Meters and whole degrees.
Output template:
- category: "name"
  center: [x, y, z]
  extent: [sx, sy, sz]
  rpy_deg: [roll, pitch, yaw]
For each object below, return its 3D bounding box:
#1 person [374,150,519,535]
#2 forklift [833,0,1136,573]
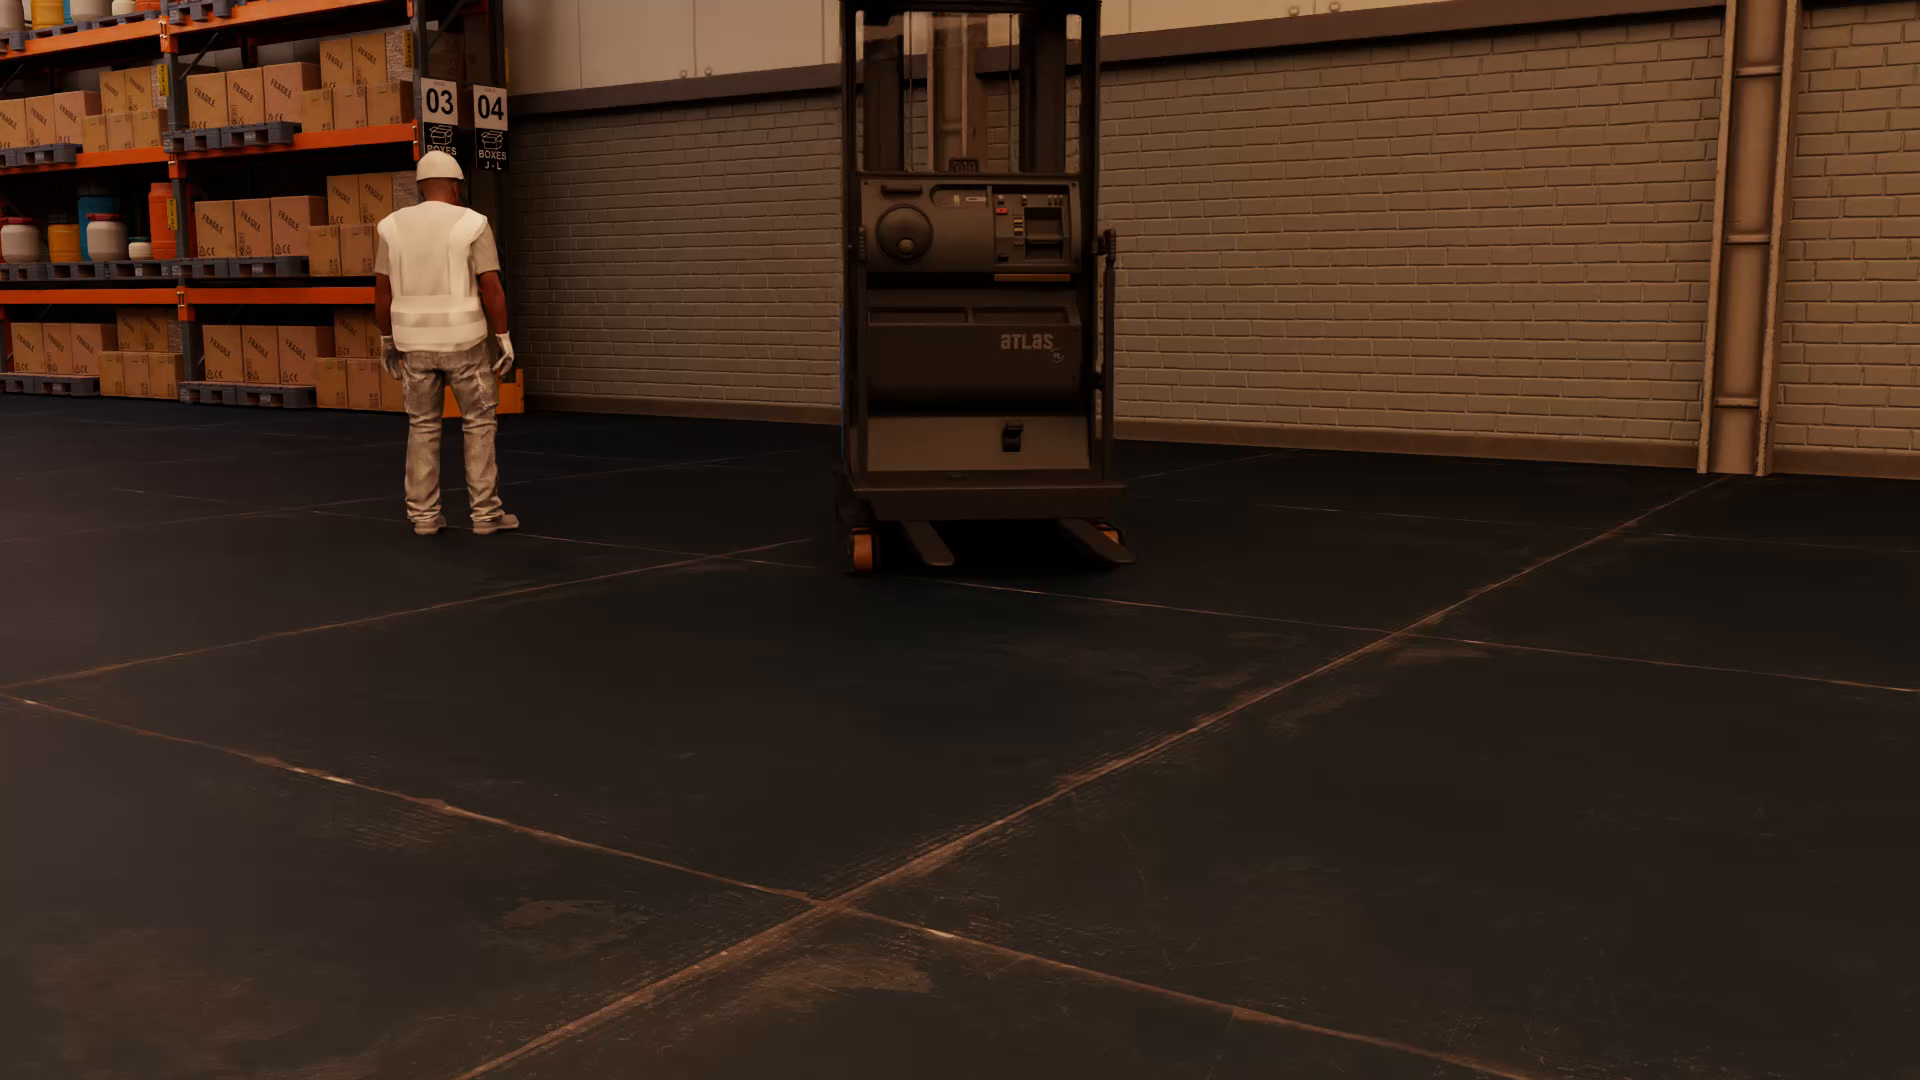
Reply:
- category: "person"
  center: [-2.394, -0.914, 7.749]
  extent: [0.623, 1.772, 0.451]
  rpy_deg: [0, 8, 3]
- category: "forklift"
  center: [0.073, -1.366, 6.797]
  extent: [1.130, 2.935, 3.031]
  rpy_deg: [-1, 8, -6]
